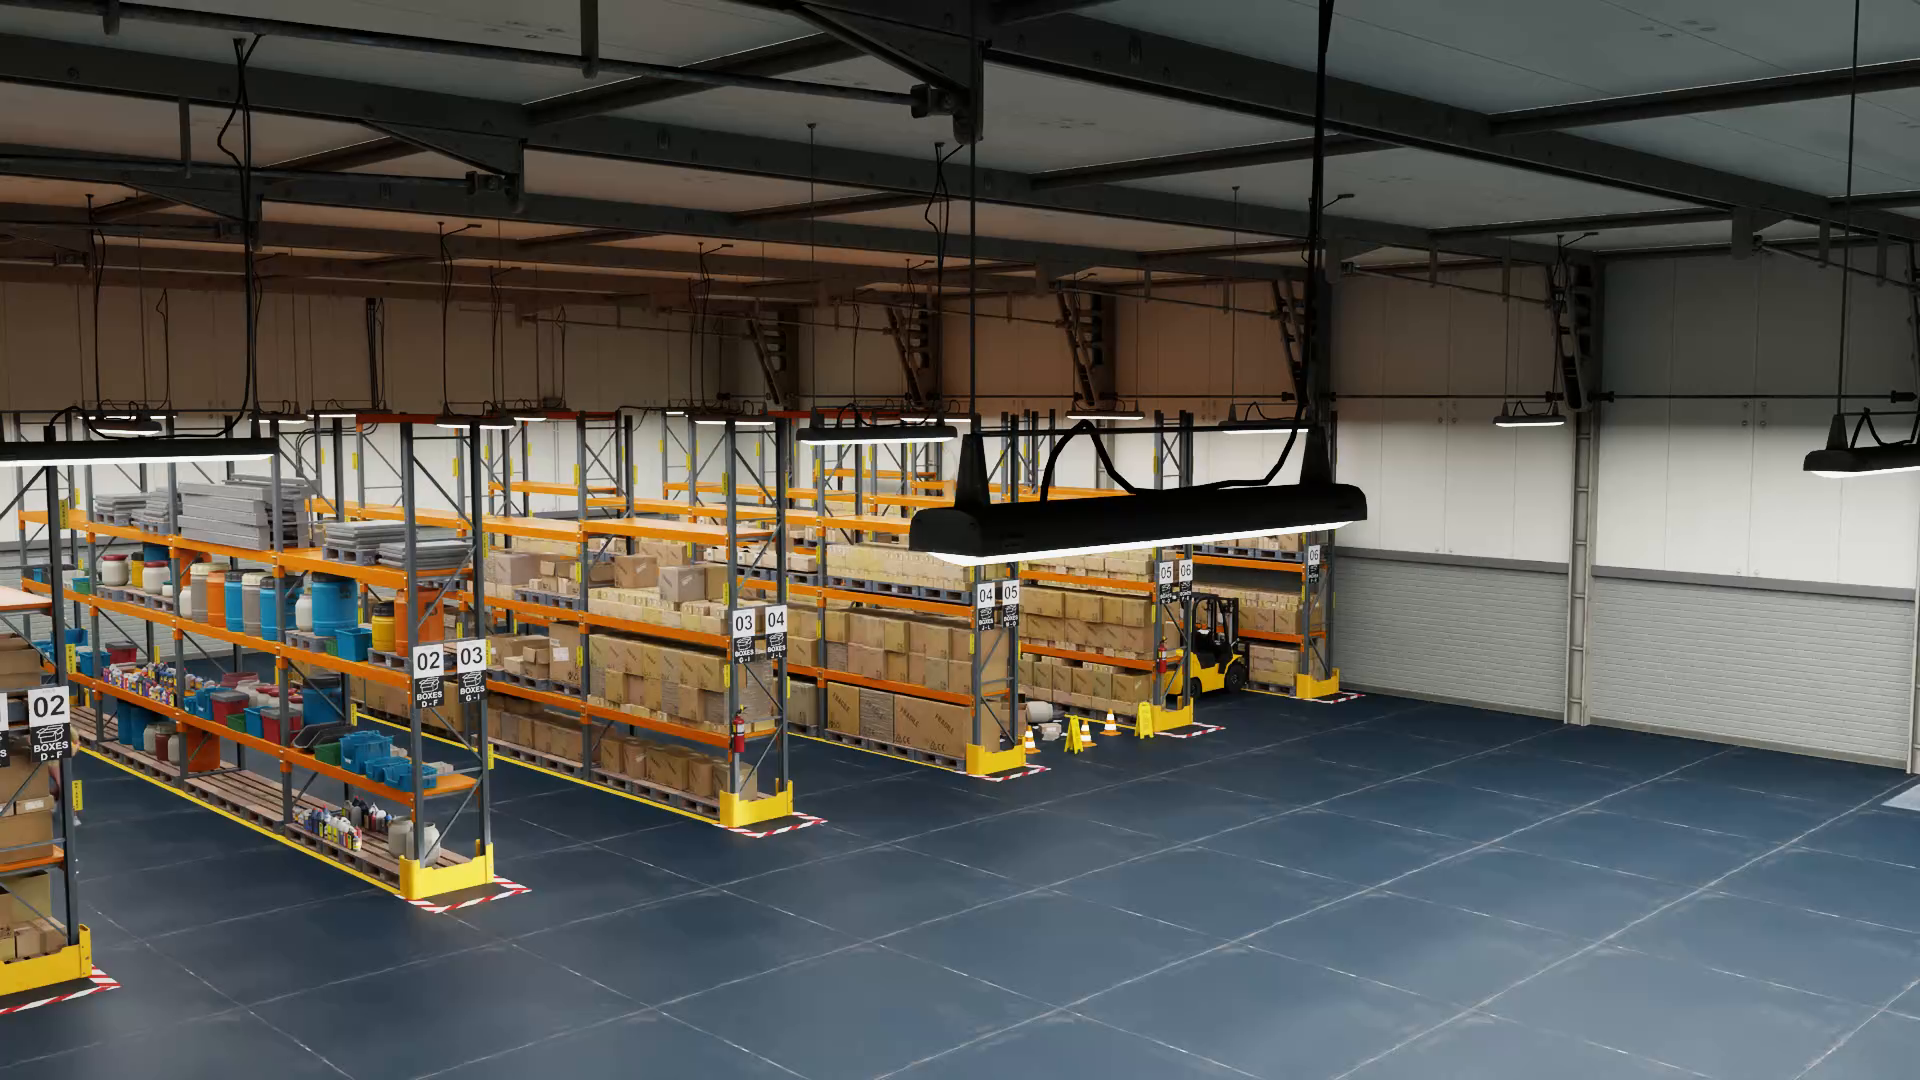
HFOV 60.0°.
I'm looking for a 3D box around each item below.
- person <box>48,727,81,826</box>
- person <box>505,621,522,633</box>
[{"bbox_3d":[-13.384,3.363,24.717,1.008,1.650,0.599,4,6,40],"label":"person"},{"bbox_3d":[-10.920,1.999,40.819,0.519,1.609,0.604,-1,5,-11],"label":"person"}]
